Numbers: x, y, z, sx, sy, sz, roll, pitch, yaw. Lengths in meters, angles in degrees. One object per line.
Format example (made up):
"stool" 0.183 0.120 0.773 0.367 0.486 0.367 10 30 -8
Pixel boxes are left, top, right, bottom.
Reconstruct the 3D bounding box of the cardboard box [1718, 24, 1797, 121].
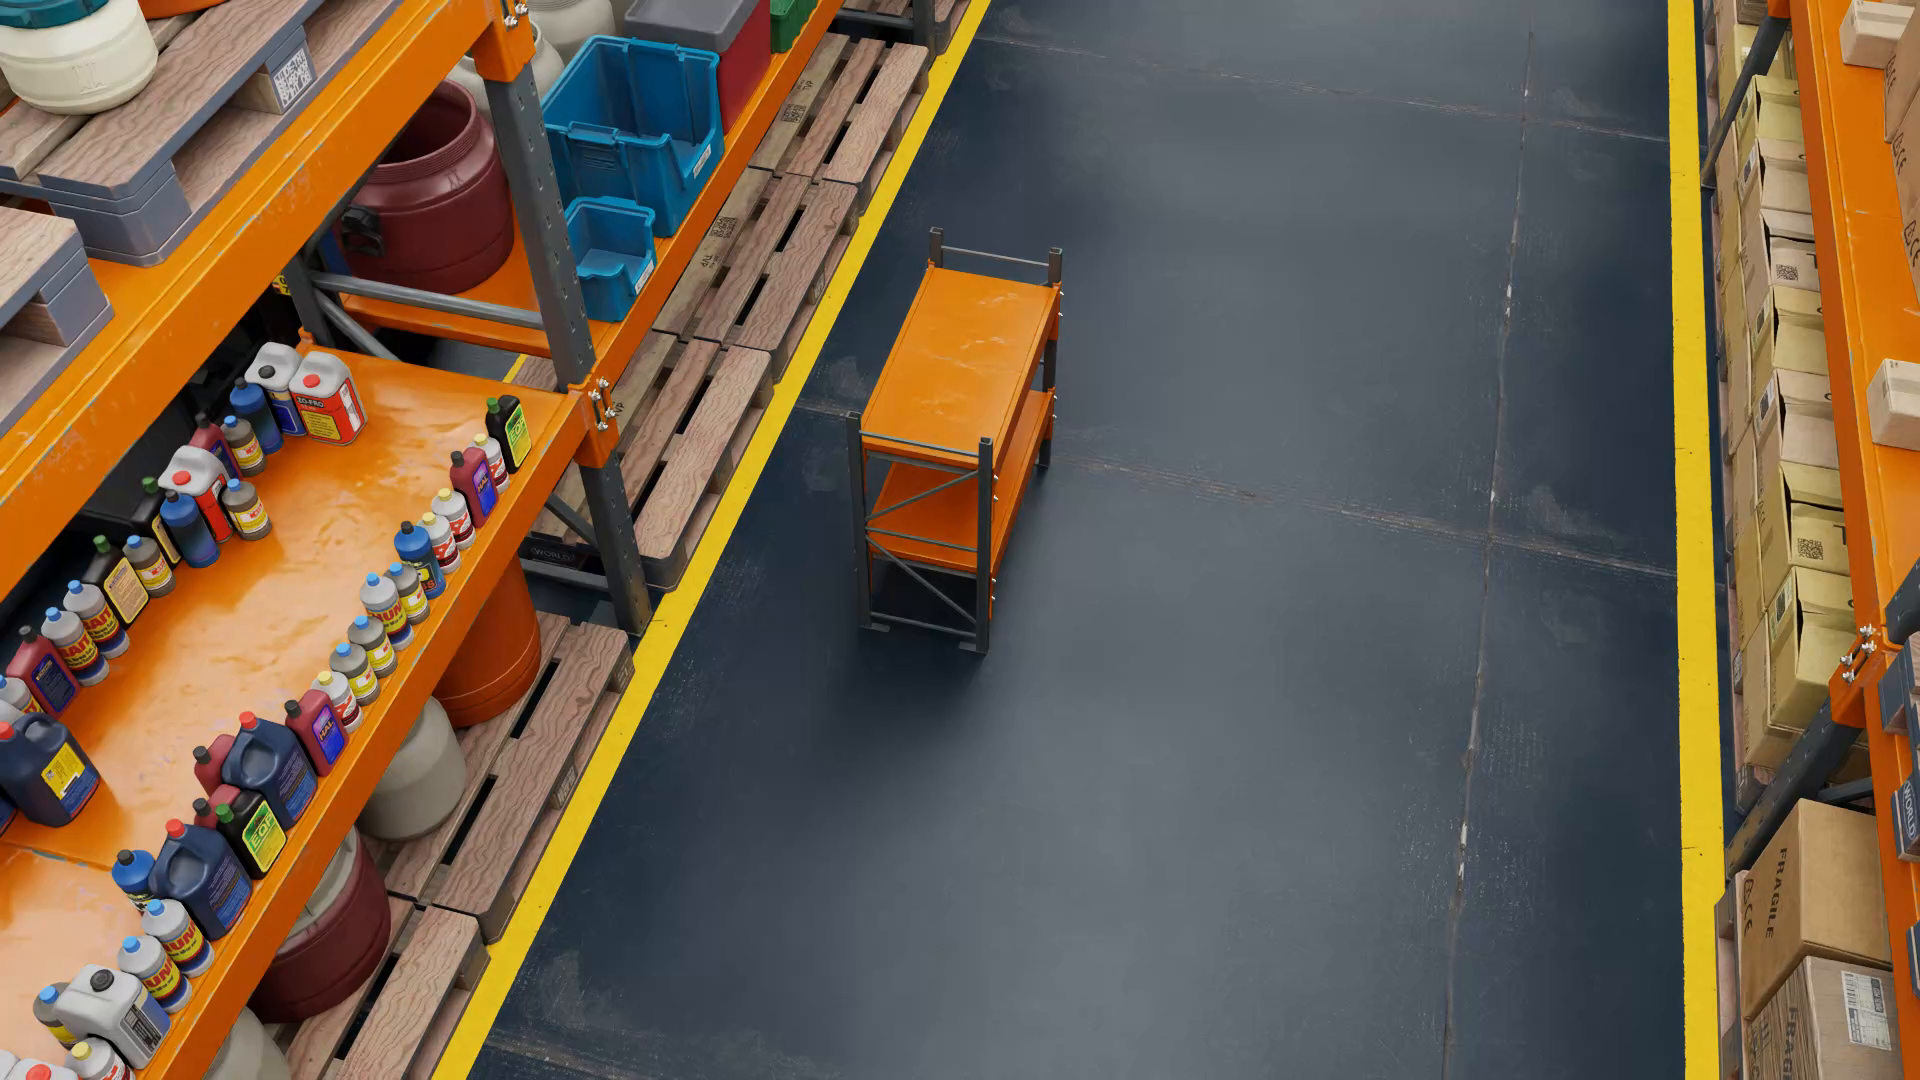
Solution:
"cardboard box" 4.060 -2.280 8.235 0.500 0.250 0.500 12 50 10

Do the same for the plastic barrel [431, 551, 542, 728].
"plastic barrel" -1.794 0.177 5.679 0.600 0.830 0.708 12 50 10

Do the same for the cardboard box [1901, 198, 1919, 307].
"cardboard box" 3.522 -1.029 5.510 0.500 0.500 0.500 9 49 8

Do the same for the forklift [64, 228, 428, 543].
"forklift" -3.167 -1.172 5.748 1.130 2.935 3.031 12 50 10

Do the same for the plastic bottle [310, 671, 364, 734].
"plastic bottle" -1.664 0.423 4.428 0.097 0.201 0.097 0 49 0

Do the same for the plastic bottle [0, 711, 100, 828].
"plastic bottle" -2.336 0.557 4.210 0.144 0.351 0.185 12 50 10

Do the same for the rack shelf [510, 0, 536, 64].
"rack shelf" -1.155 -2.961 5.760 1.077 0.370 4.000 12 50 10

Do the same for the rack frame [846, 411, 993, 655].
"rack frame" -0.136 0.000 5.918 0.500 1.125 0.032 12 50 10

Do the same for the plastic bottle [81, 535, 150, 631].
"plastic bottle" -2.369 0.118 4.642 0.061 0.283 0.133 12 50 10

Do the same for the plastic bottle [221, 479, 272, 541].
"plastic bottle" -2.104 -0.099 4.888 0.097 0.201 0.097 0 49 0

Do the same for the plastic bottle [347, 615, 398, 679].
"plastic bottle" -1.613 0.282 4.552 0.097 0.201 0.097 0 49 0

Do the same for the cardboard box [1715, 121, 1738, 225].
"cardboard box" 3.804 -1.659 7.686 0.500 0.250 0.500 10 49 9

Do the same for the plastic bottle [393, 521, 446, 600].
"plastic bottle" -1.536 0.047 4.712 0.097 0.271 0.097 0 49 0

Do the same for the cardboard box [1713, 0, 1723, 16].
"cardboard box" 4.319 -3.005 8.874 0.500 0.250 0.500 12 50 10

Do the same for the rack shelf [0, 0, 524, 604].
"rack shelf" -2.208 -0.067 3.207 1.077 0.370 4.000 12 50 10

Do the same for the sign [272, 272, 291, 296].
"sign" -2.214 -0.917 5.369 0.100 0.325 0.005 12 50 10

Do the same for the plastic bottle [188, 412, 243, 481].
"plastic bottle" -2.238 -0.243 4.960 0.061 0.283 0.133 12 50 10

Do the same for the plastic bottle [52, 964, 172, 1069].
"plastic bottle" -1.940 1.078 3.800 0.152 0.276 0.135 12 50 10

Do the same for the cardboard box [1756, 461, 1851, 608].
"cardboard box" 3.127 0.001 5.847 0.500 0.311 0.500 11 49 9

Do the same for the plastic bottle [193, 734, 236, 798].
"plastic bottle" -1.865 0.588 4.227 0.061 0.283 0.133 12 50 10

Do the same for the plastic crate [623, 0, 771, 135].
"plastic crate" -0.961 -1.889 6.293 0.402 0.464 0.583 12 50 10

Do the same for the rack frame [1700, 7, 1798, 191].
"rack frame" 4.149 -2.673 7.027 1.000 3.000 0.127 12 50 10

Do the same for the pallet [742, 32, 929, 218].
"pallet" -0.798 -2.154 8.429 1.003 0.211 1.213 12 50 10

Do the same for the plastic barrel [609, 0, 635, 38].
"plastic barrel" -1.399 -2.205 6.524 0.433 0.535 0.433 0 49 0

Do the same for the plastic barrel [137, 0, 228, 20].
"plastic barrel" -1.834 -1.623 3.534 0.600 0.830 0.708 12 50 10

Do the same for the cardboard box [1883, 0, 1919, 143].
"cardboard box" 3.793 -1.772 6.166 0.500 0.500 0.500 15 50 13

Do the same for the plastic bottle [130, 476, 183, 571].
"plastic bottle" -2.308 -0.049 4.789 0.061 0.283 0.133 12 50 10

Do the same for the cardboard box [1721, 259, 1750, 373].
"cardboard box" 3.535 -0.914 7.029 0.500 0.250 0.500 10 49 9

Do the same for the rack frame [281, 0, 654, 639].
"rack frame" -1.681 -0.760 5.339 1.000 3.000 0.127 12 50 10

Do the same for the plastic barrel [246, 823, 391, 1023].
"plastic barrel" -2.091 1.074 5.049 0.600 0.588 0.708 12 50 10

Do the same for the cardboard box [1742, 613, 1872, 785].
"cardboard box" 3.000 0.563 5.725 0.500 0.250 0.500 13 50 11

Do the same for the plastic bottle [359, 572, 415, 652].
"plastic bottle" -1.587 0.188 4.588 0.097 0.271 0.097 0 49 0

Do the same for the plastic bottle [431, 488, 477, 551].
"plastic bottle" -1.485 -0.070 4.863 0.097 0.201 0.097 0 49 0

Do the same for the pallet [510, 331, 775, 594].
"pallet" -1.440 -0.389 6.872 1.003 0.211 1.213 12 50 10

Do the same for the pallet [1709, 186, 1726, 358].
"pallet" 3.993 -1.209 7.595 1.003 0.211 1.213 12 50 10

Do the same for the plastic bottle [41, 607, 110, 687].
"plastic bottle" -2.407 0.279 4.508 0.097 0.271 0.097 0 49 0

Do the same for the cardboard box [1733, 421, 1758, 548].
"cardboard box" 3.267 -0.174 6.375 0.500 0.250 0.500 13 50 11

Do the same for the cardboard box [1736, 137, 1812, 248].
"cardboard box" 3.663 -1.476 7.151 0.500 0.311 0.500 11 49 10

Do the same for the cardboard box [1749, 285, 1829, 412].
"cardboard box" 3.397 -0.725 6.488 0.500 0.311 0.500 13 50 11

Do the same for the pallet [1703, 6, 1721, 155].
"pallet" 4.399 -2.317 8.573 1.003 0.211 1.213 12 50 10

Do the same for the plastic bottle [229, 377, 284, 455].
"plastic bottle" -2.164 -0.389 5.098 0.097 0.271 0.097 0 49 0

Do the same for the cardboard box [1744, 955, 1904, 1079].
"cardboard box" 2.569 1.555 4.670 0.500 0.500 0.500 10 49 9

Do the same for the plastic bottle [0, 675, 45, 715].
"plastic bottle" -2.468 0.446 4.360 0.097 0.271 0.097 0 49 0

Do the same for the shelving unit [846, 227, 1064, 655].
"shelving unit" -0.002 -0.367 6.243 0.538 1.125 1.048 12 50 10

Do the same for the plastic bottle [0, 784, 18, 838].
"plastic bottle" -2.518 0.624 4.150 0.144 0.351 0.185 12 50 10

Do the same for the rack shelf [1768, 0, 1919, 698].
"rack shelf" 3.623 -0.988 6.020 1.077 0.370 4.000 12 50 10

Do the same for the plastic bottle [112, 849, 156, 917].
"plastic bottle" -1.971 0.831 4.020 0.097 0.271 0.097 0 49 0

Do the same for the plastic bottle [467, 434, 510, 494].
"plastic bottle" -1.424 -0.237 5.010 0.097 0.201 0.097 0 49 0

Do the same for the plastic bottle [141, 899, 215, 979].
"plastic bottle" -1.857 0.930 3.933 0.097 0.271 0.097 0 49 0

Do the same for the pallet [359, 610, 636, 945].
"pallet" -1.849 0.742 5.873 1.003 0.211 1.213 12 50 10

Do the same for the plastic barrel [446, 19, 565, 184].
"plastic barrel" -1.617 -1.583 5.991 0.421 0.512 0.421 0 49 0

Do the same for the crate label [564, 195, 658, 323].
"crate label" -1.209 -0.935 5.605 0.303 0.233 0.416 12 50 10

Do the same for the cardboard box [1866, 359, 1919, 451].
"cardboard box" 3.067 -0.401 5.190 0.380 0.149 0.250 12 50 10

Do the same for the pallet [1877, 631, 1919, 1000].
"pallet" 2.986 0.788 4.100 1.213 0.211 1.003 12 50 10

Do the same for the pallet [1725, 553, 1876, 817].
"pallet" 3.351 0.556 6.038 1.003 0.211 1.213 12 50 10

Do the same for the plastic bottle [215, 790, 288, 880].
"plastic bottle" -1.761 0.713 4.117 0.061 0.283 0.133 12 50 10

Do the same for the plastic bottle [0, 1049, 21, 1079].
"plastic bottle" -2.148 1.215 3.678 0.152 0.276 0.135 12 50 10

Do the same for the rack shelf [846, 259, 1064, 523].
"rack shelf" -0.002 -0.561 6.023 0.538 0.278 1.000 12 50 10

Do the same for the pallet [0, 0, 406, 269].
"pallet" -1.977 -1.156 3.813 1.003 0.211 1.213 12 50 10
